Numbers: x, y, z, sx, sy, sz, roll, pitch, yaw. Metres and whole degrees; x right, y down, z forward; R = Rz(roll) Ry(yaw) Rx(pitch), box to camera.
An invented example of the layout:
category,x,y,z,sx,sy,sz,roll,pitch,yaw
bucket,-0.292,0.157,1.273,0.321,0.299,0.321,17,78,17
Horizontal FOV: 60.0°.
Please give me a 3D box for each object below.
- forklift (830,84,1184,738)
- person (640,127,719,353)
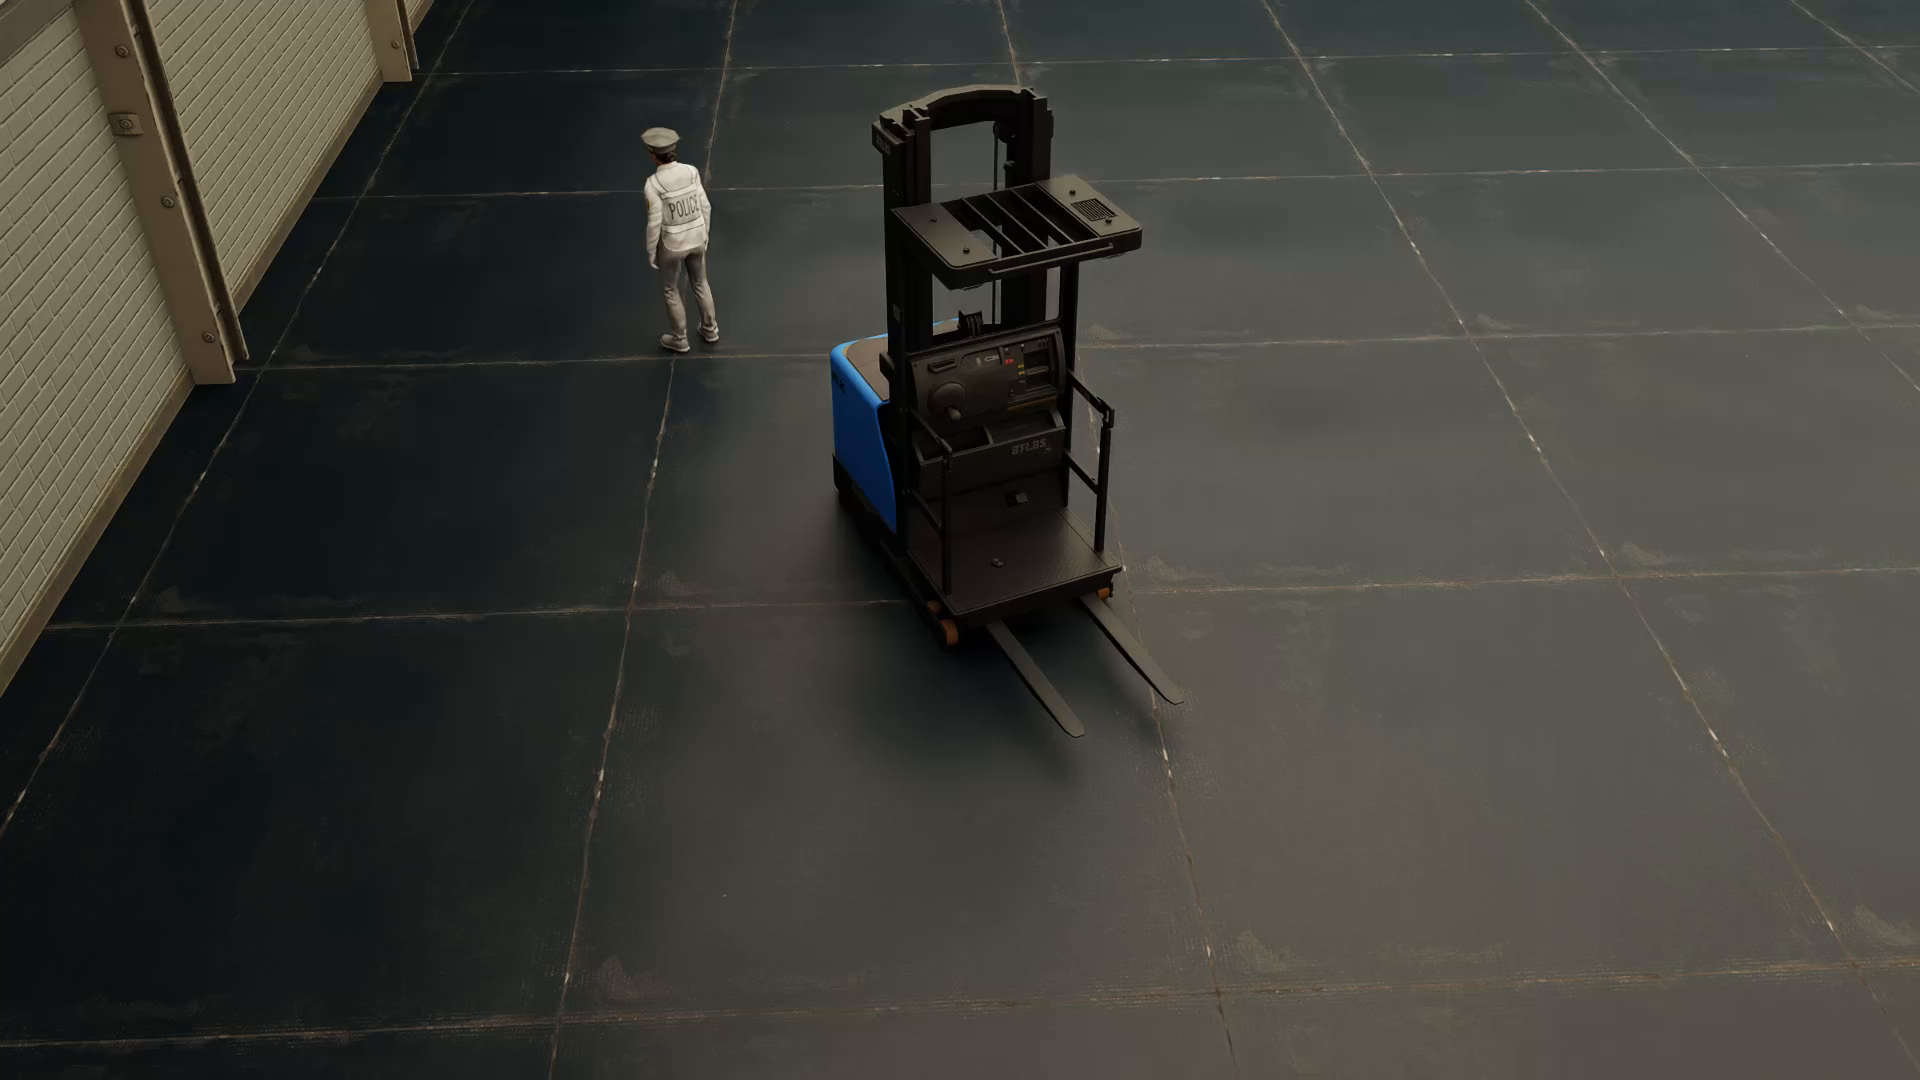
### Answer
category,x,y,z,sx,sy,sz,roll,pitch,yaw
forklift,0.258,-0.860,9.192,1.130,2.935,3.031,-15,39,-20
person,-2.037,-2.148,12.040,0.534,1.662,0.374,-27,44,-32
